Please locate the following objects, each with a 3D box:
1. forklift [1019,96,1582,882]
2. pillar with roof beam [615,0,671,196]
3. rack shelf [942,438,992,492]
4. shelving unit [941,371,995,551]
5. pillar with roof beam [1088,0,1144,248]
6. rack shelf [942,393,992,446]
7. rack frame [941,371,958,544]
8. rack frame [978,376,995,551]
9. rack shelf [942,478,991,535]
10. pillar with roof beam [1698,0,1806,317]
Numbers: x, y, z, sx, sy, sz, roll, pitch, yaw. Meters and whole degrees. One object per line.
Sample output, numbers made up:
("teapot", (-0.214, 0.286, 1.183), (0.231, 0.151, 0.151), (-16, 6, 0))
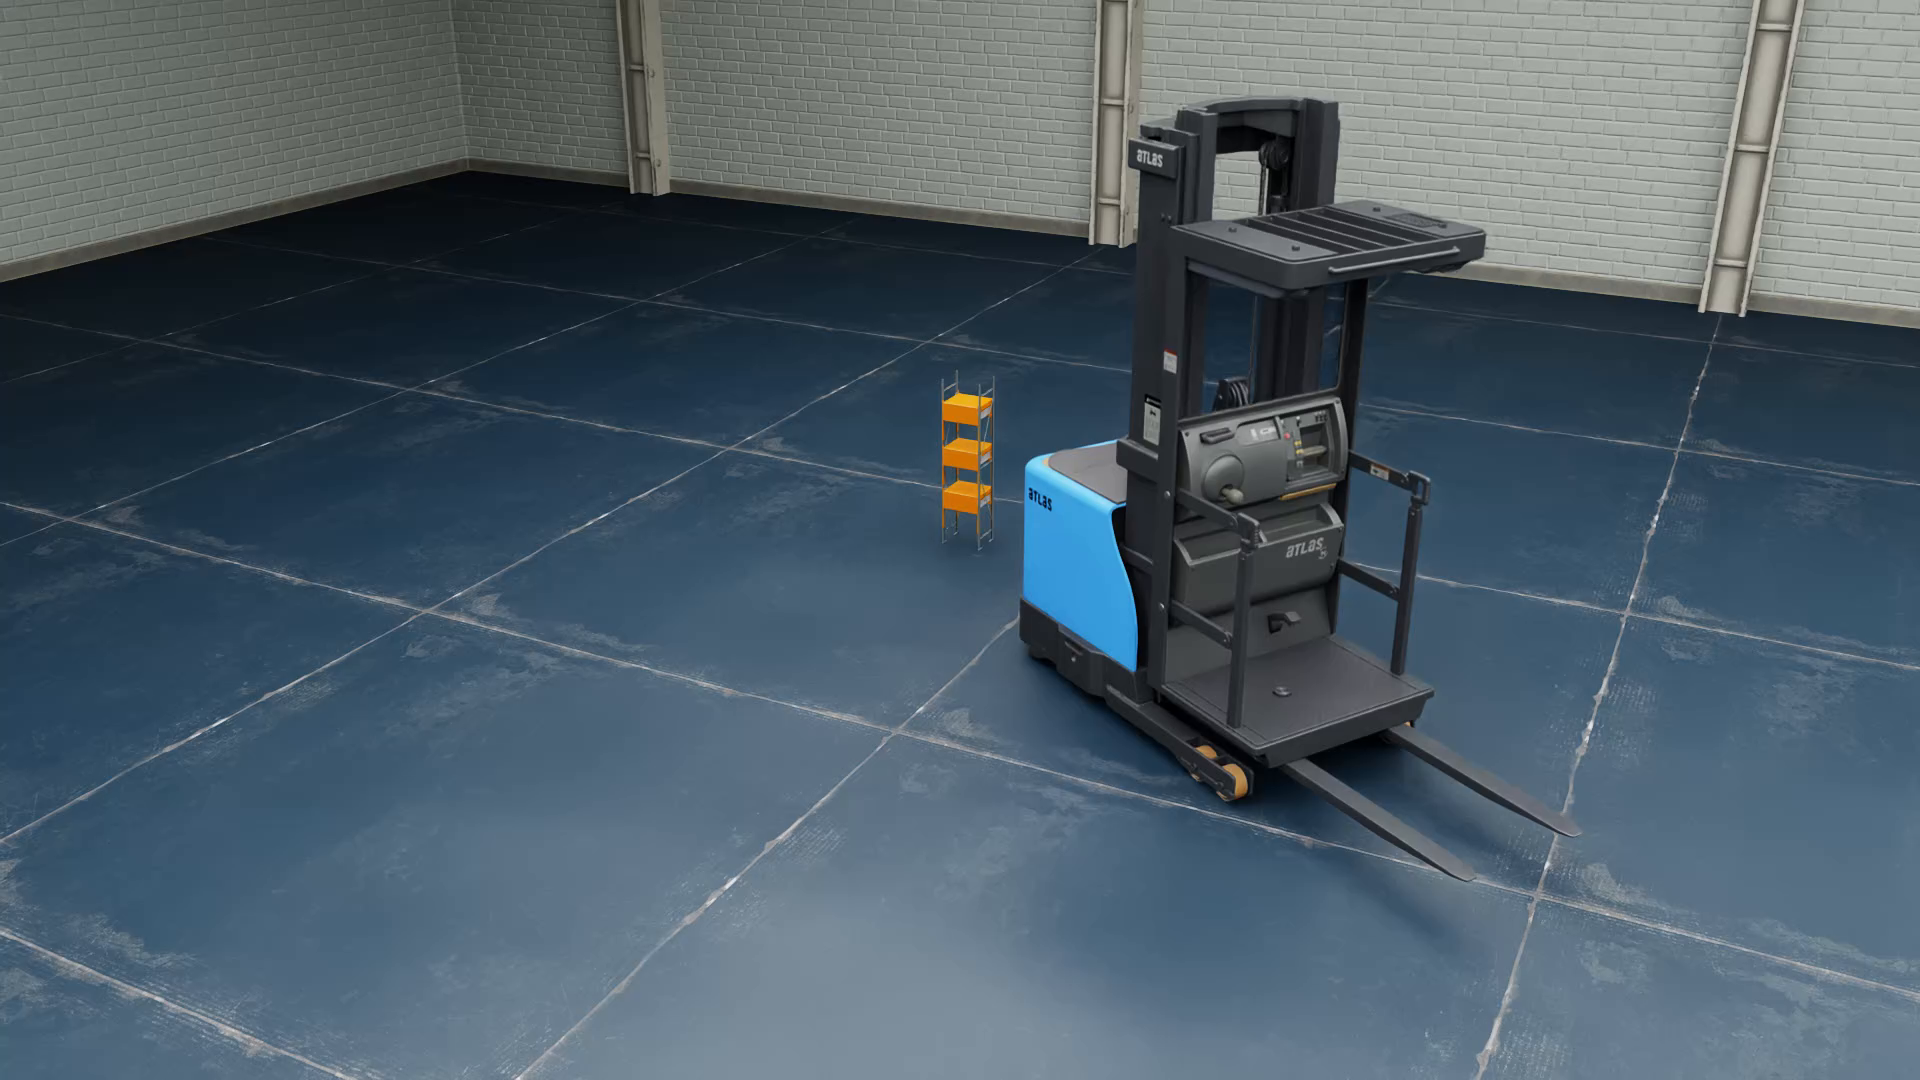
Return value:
("forklift", (1.502, -0.379, 7.397), (1.130, 2.935, 3.031), (-13, 26, -28))
("pillar with roof beam", (-5.691, -6.852, 14.865), (0.400, 9.000, 9.100), (11, 25, 25))
("rack shelf", (0.048, -0.464, 10.026), (0.240, 0.259, 0.215), (11, 25, 25))
("shelving unit", (0.048, -0.474, 10.022), (0.252, 1.050, 0.215), (11, 25, 25))
("pillar with roof beam", (-0.336, -5.793, 12.373), (0.400, 9.000, 9.100), (11, 25, 25))
("rack shelf", (0.048, -0.725, 9.915), (0.240, 0.259, 0.215), (11, 25, 25))
("rack frame", (-0.061, -0.495, 10.073), (0.008, 1.050, 0.200), (11, 25, 25))
("rack frame", (0.157, -0.452, 9.972), (0.008, 1.050, 0.200), (11, 25, 25))
("rack shelf", (0.048, -0.208, 10.135), (0.240, 0.259, 0.215), (11, 25, 25))
("pillar with roof beam", (5.018, -4.734, 9.882), (0.400, 9.000, 9.100), (11, 25, 25))
